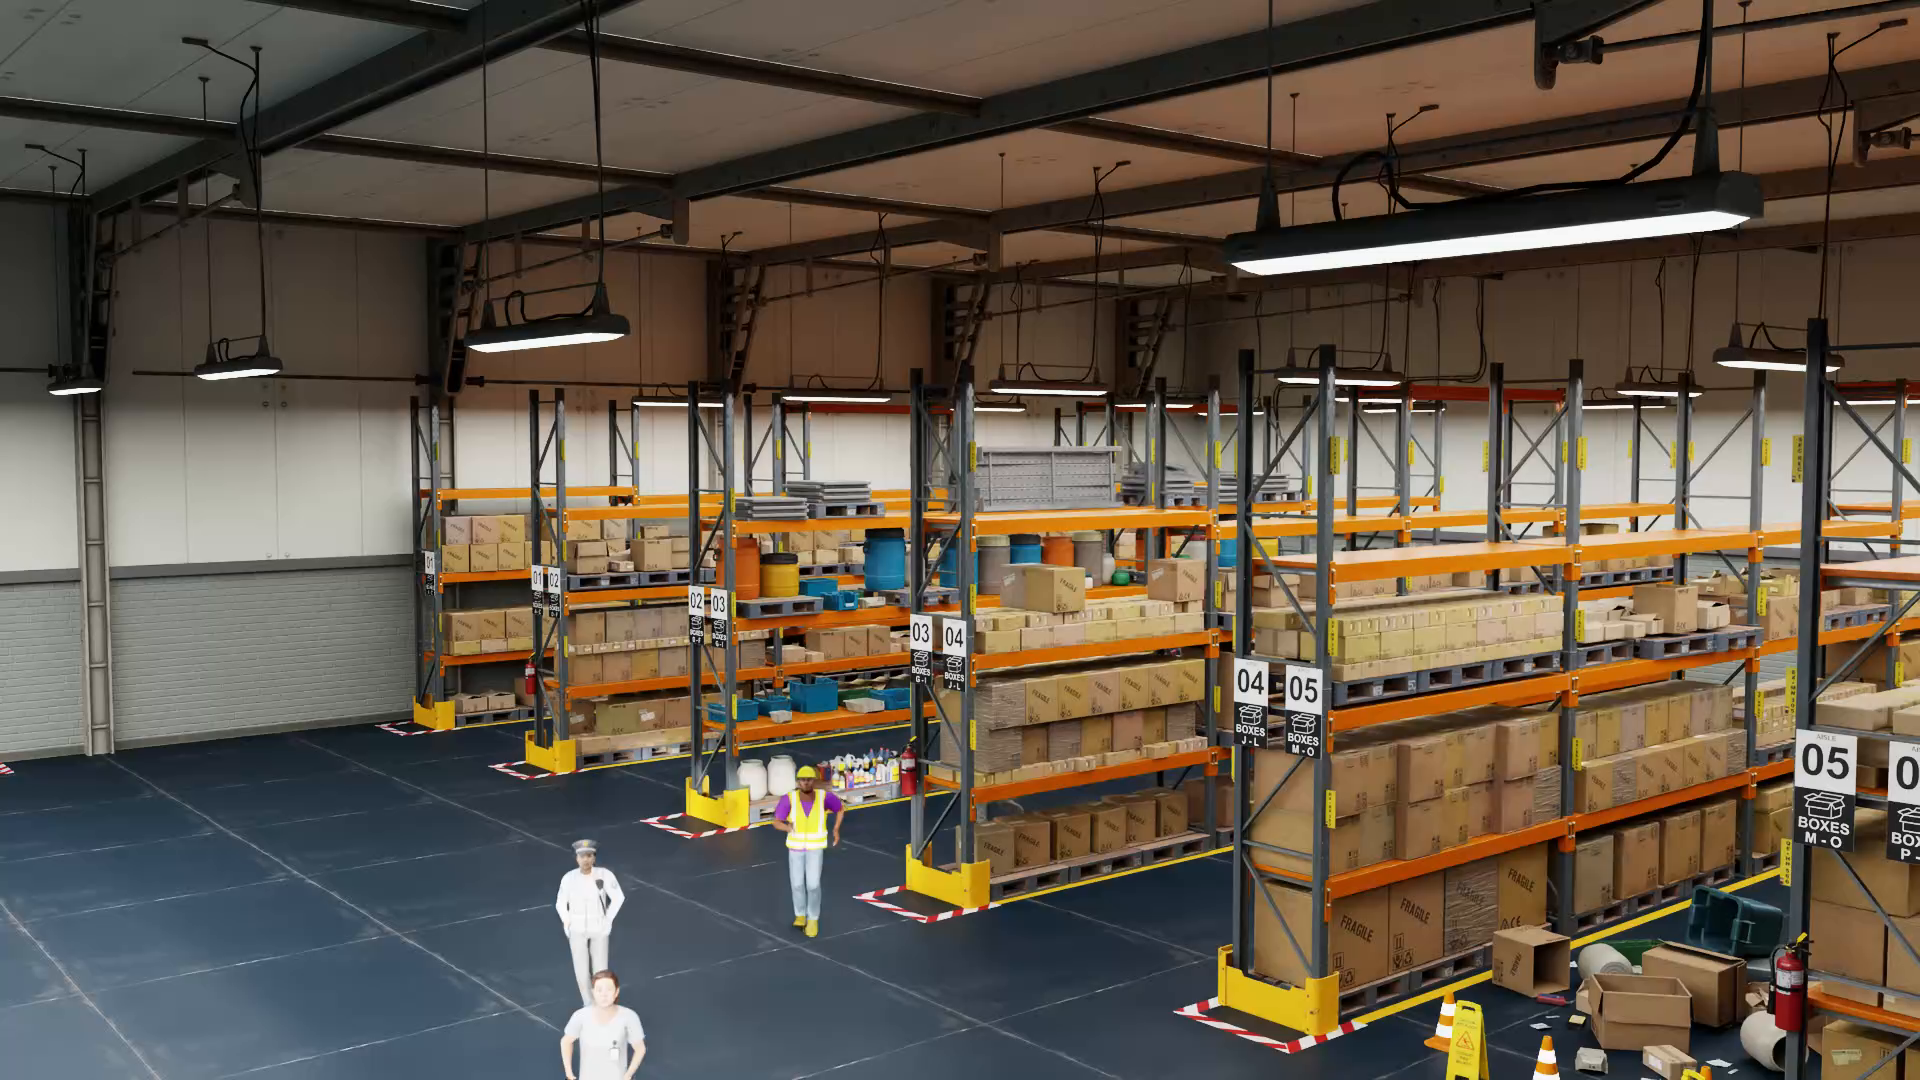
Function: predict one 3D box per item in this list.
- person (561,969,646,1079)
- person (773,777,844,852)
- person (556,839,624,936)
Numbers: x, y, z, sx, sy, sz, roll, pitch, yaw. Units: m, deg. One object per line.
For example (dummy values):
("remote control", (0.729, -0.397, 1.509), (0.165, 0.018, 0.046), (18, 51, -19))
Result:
("person", (-2.392, 3.691, 11.143), (0.569, 1.629, 0.512), (0, 3, -6))
("person", (-1.605, 2.831, 17.419), (0.717, 0.854, 0.674), (0, 3, 3))
("person", (-3.285, 3.060, 14.686), (0.592, 0.836, 0.452), (0, 3, -6))
